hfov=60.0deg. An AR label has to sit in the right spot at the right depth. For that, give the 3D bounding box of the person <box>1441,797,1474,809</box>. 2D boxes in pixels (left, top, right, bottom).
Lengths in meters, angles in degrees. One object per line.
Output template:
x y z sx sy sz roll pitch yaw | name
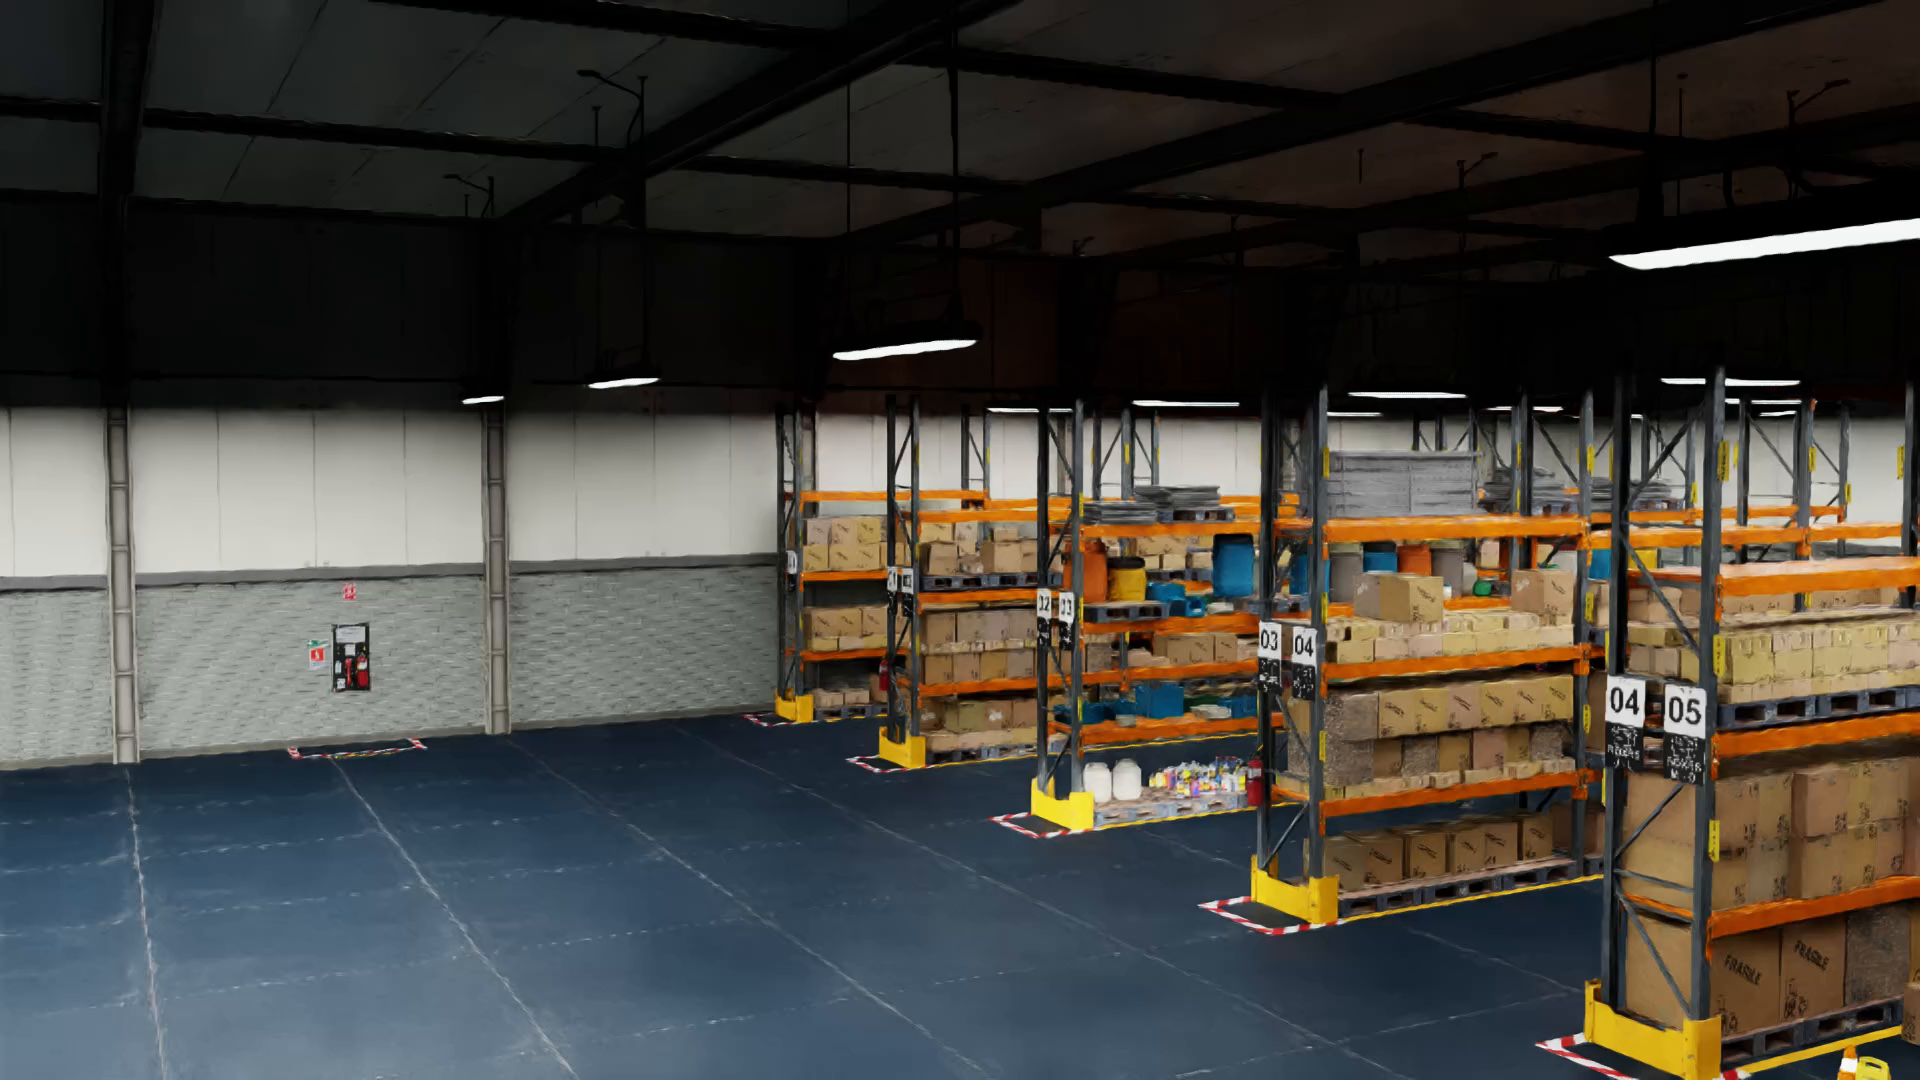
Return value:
7.071 3.014 23.724 0.512 1.632 0.639 -2 4 -29 | person
